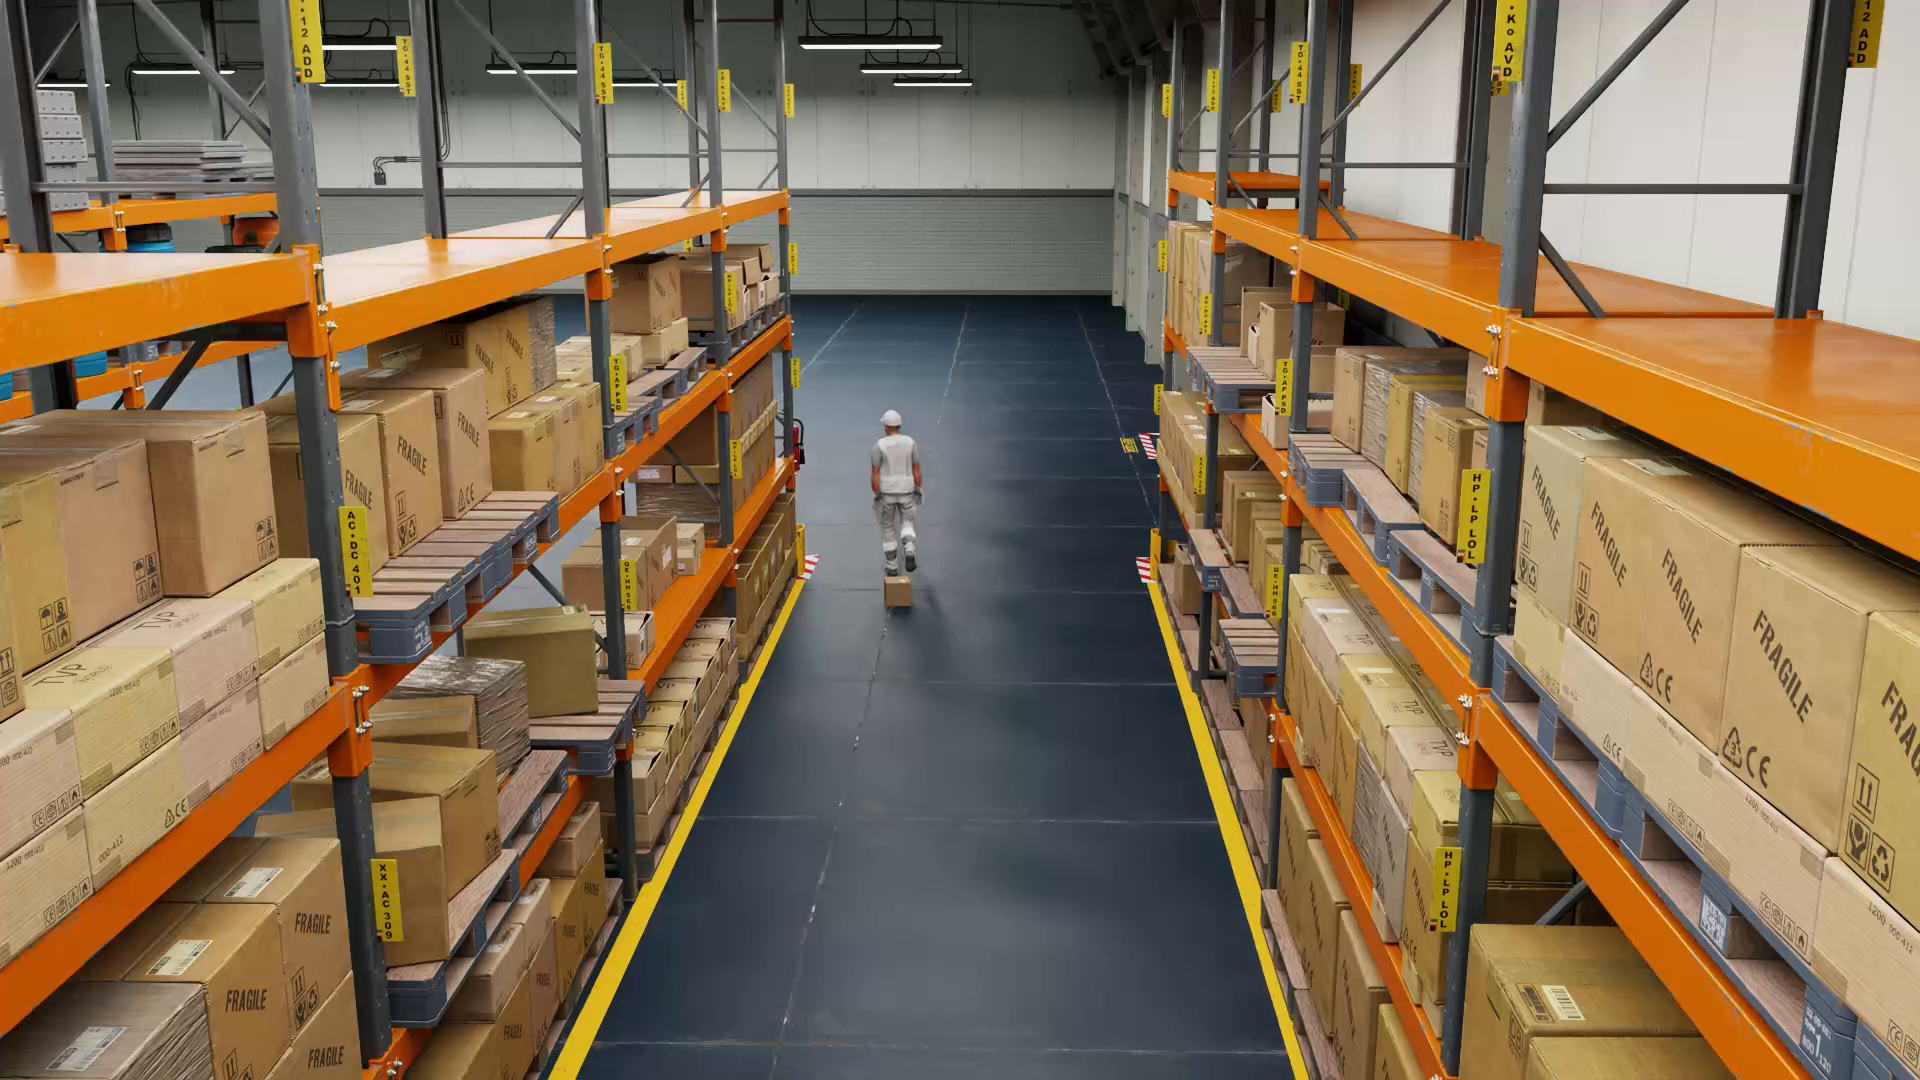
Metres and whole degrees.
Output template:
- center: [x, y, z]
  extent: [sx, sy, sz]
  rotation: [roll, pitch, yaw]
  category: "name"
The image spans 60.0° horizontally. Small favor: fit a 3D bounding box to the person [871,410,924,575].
- center: [-0.668, -0.504, 17.879]
  extent: [0.585, 1.779, 0.502]
  rotation: [-4, 14, -16]
  category: "person"
